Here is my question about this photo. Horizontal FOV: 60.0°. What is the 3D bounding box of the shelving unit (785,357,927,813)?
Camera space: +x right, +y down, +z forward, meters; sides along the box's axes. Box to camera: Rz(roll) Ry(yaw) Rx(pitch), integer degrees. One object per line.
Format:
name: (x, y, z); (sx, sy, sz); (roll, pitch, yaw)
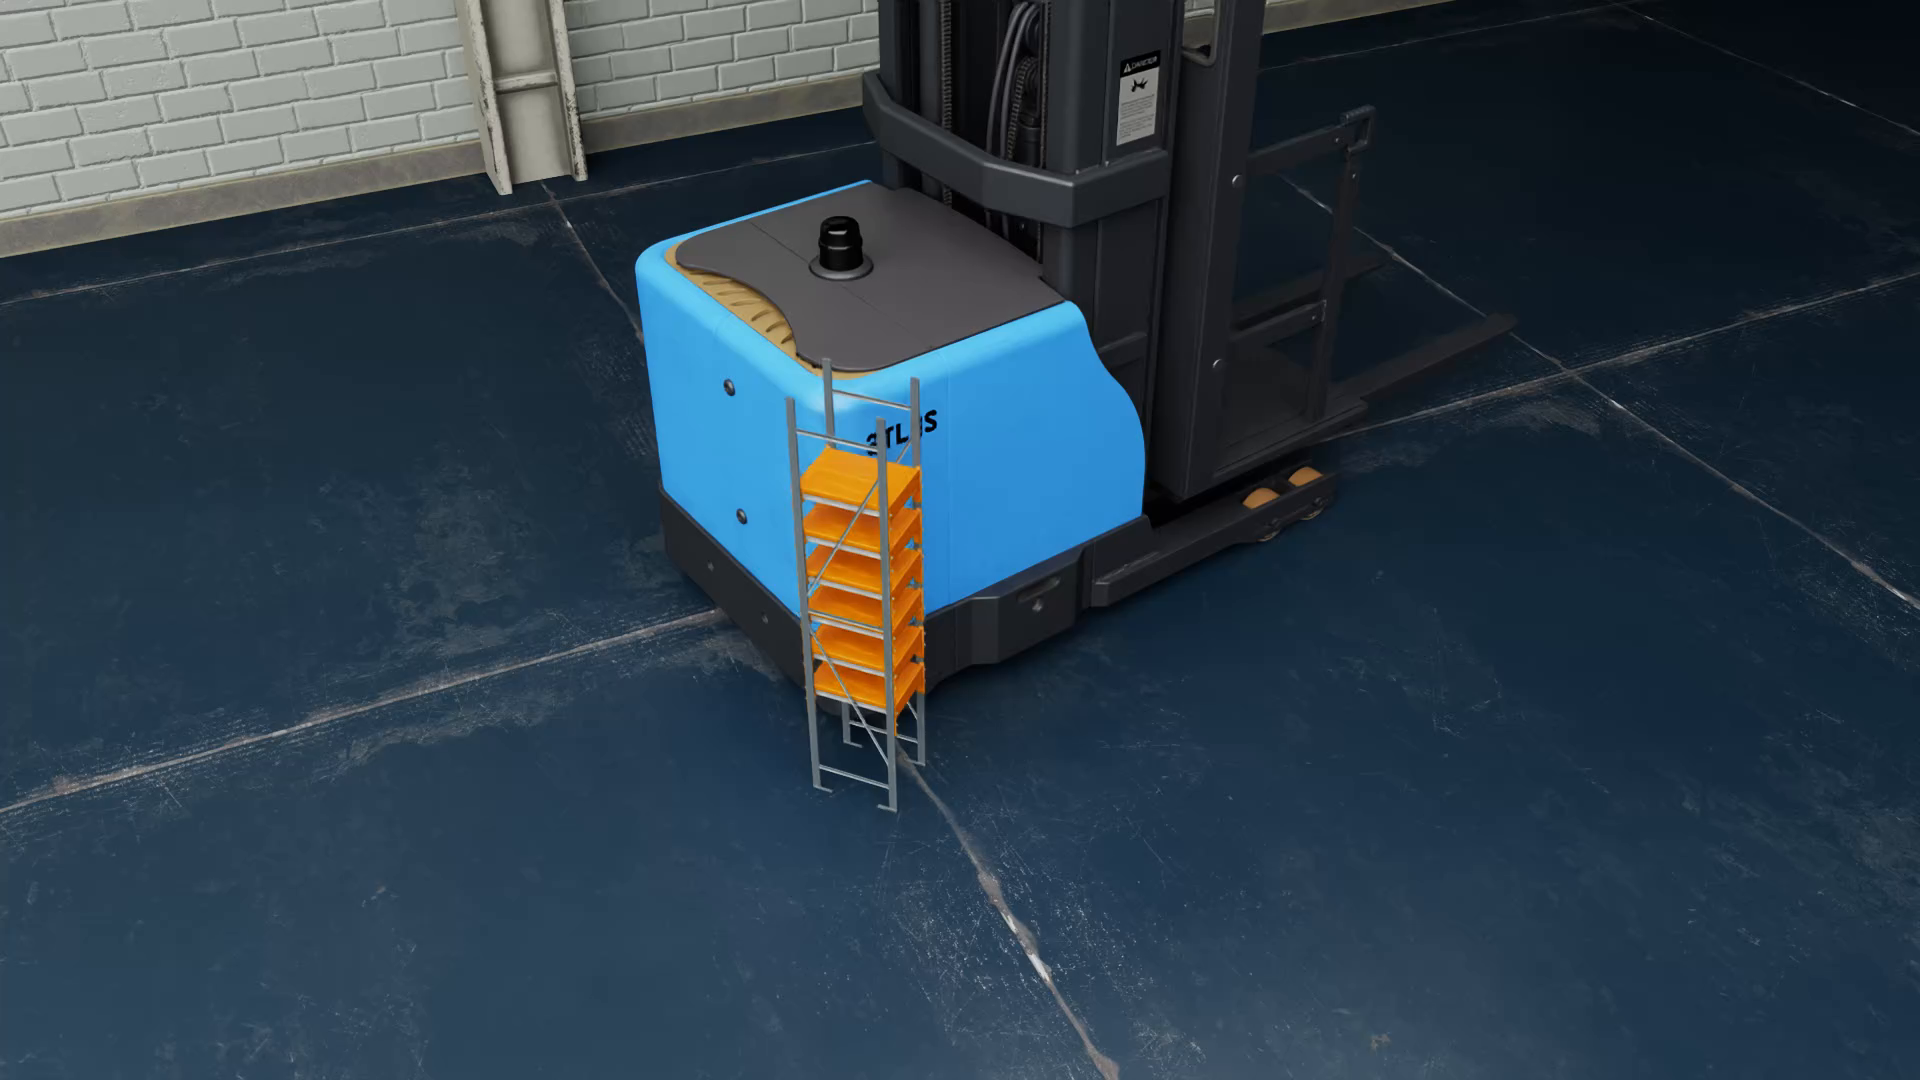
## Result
shelving unit: (-0.238, 0.144, 4.048); (0.258, 1.200, 0.189); (14, 39, 18)

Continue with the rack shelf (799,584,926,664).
rack shelf: (-0.238, 0.180, 4.075); (0.258, 0.103, 0.180); (14, 39, 18)

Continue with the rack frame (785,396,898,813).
rack frame: (-0.273, 0.194, 3.980); (0.240, 1.200, 0.006); (14, 39, 18)

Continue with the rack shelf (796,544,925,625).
rack shelf: (-0.238, 0.083, 4.003); (0.258, 0.103, 0.180); (14, 39, 18)

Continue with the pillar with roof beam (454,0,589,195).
pillar with roof beam: (-0.071, -2.936, 1.654); (0.400, 9.000, 9.100); (-16, 39, -20)

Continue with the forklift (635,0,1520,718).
forklift: (0.585, -1.403, 4.682); (3.031, 2.935, 1.130); (-24, 43, -29)

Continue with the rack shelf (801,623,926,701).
rack shelf: (-0.238, 0.276, 4.146); (0.258, 0.103, 0.180); (14, 39, 18)

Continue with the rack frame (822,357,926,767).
rack frame: (-0.203, 0.094, 4.116); (0.240, 1.200, 0.006); (14, 39, 18)

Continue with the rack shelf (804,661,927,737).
rack shelf: (-0.238, 0.373, 4.217); (0.258, 0.103, 0.180); (14, 39, 18)

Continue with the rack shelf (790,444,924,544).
rack shelf: (-0.238, -0.109, 3.861); (0.258, 0.103, 0.180); (14, 39, 18)

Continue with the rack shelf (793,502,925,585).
rack shelf: (-0.238, -0.013, 3.932); (0.258, 0.103, 0.180); (14, 39, 18)
